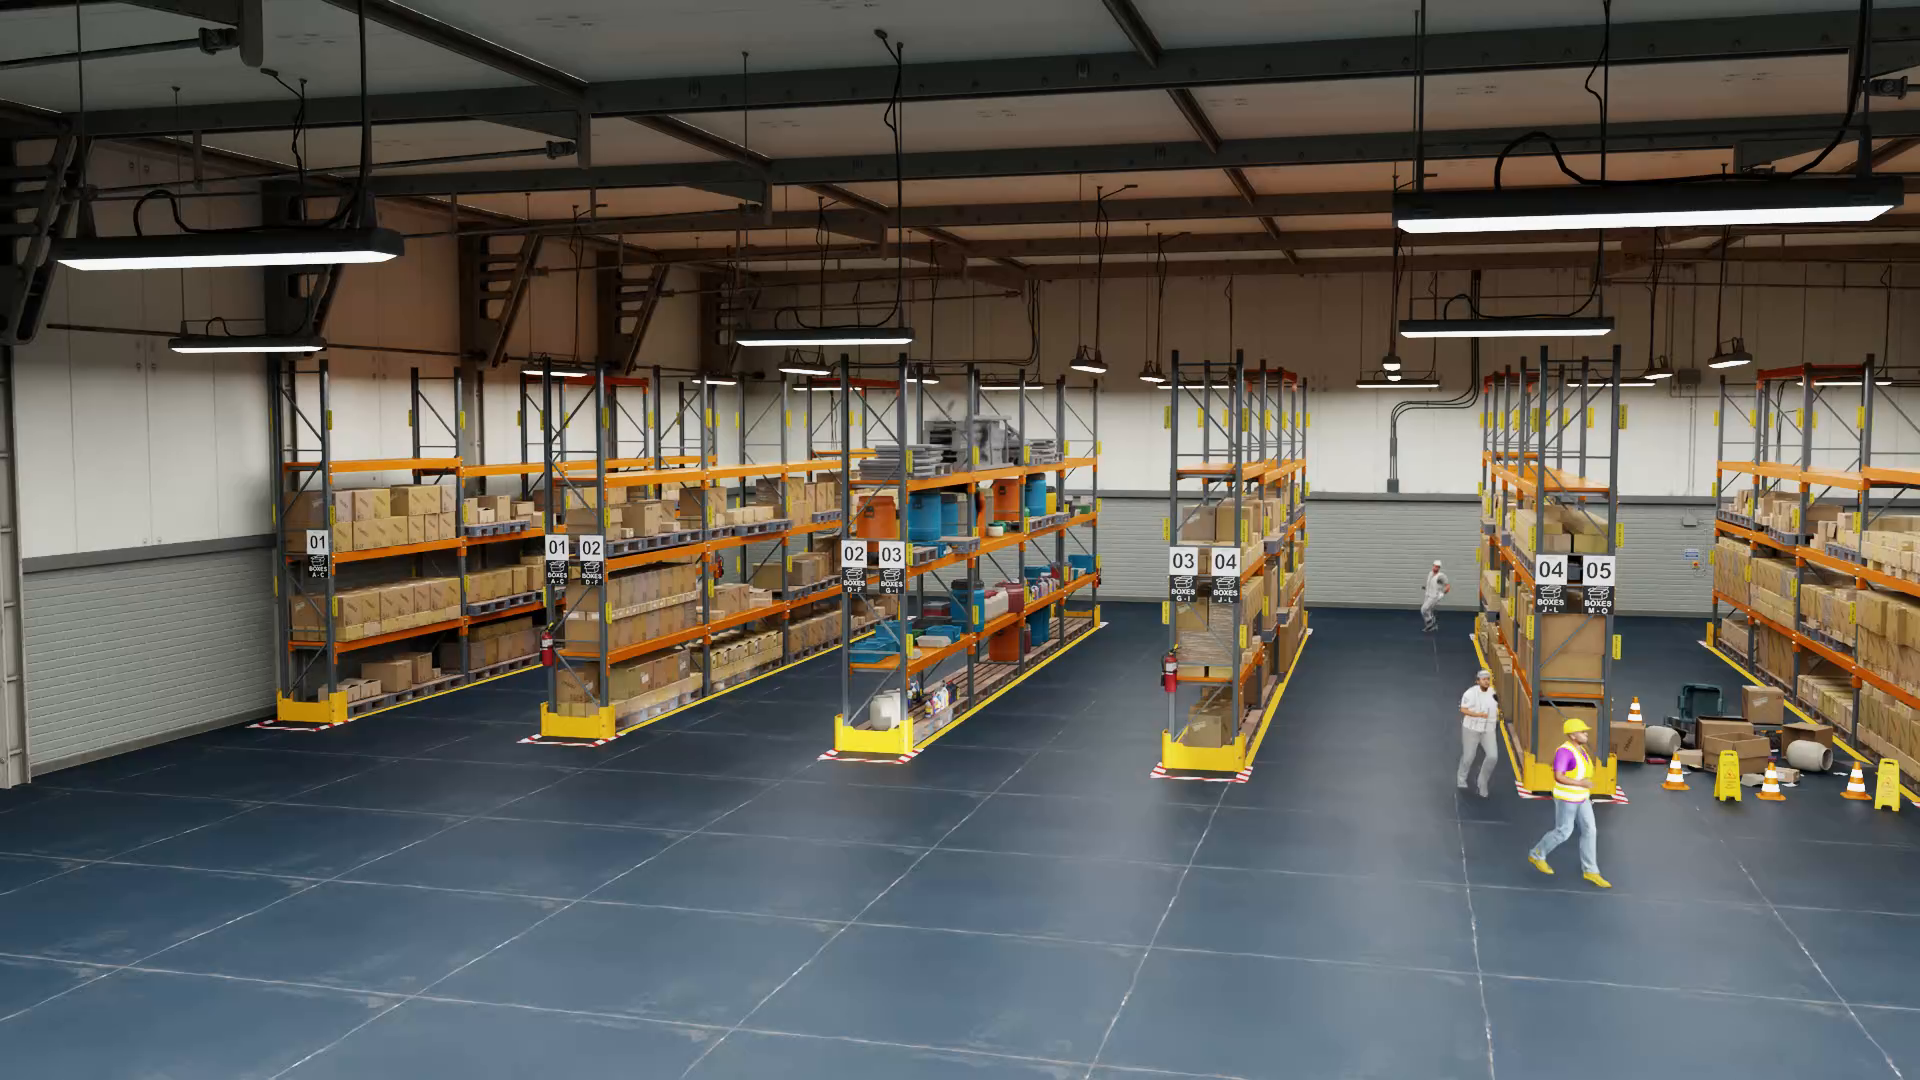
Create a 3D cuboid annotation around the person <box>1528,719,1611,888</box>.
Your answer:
[{"bbox_3d":[6.604,2.822,18.013,0.688,1.792,0.886,-4,6,-42],"label":"person"}]

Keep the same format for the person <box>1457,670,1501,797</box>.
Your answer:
[{"bbox_3d":[6.979,2.592,22.291,0.606,1.729,0.707,-1,4,-7],"label":"person"}]

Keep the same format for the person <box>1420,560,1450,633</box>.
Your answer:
[{"bbox_3d":[11.048,1.338,38.908,0.615,1.739,0.715,-1,4,-20],"label":"person"}]
